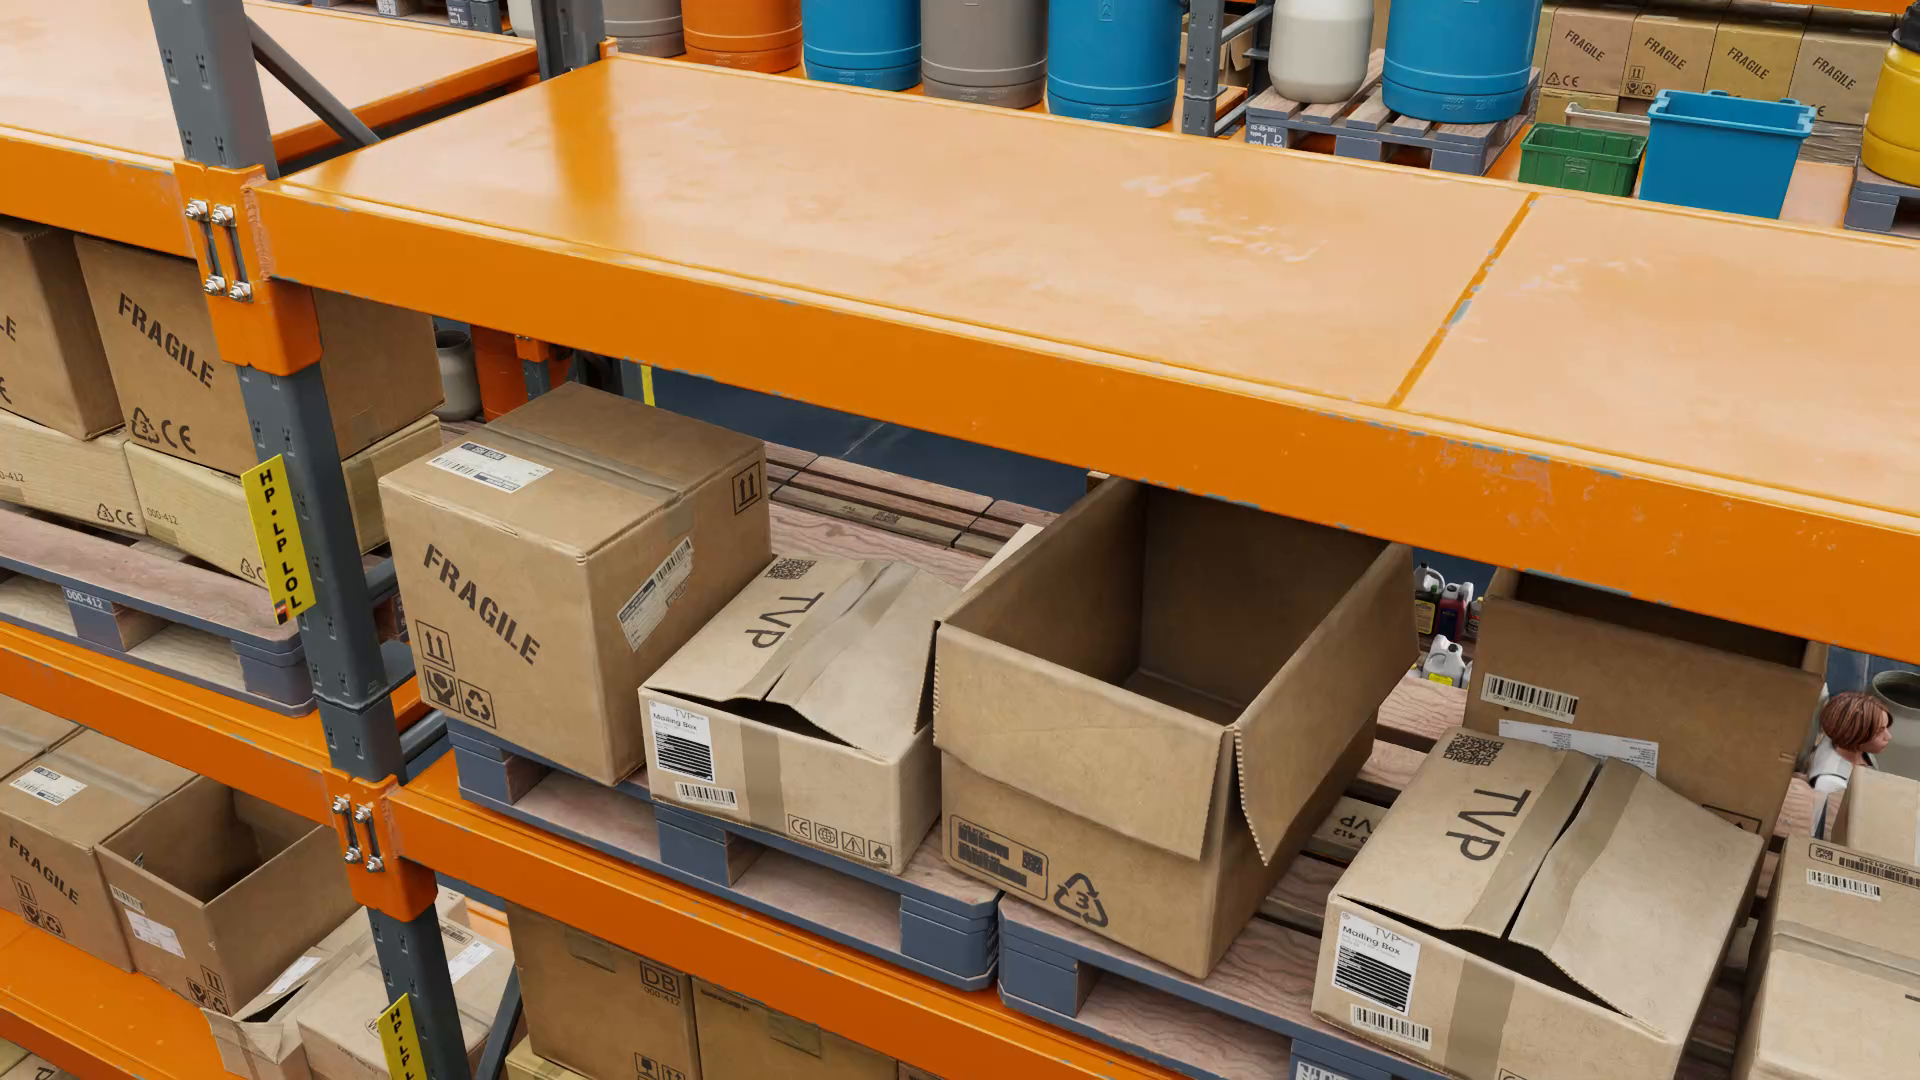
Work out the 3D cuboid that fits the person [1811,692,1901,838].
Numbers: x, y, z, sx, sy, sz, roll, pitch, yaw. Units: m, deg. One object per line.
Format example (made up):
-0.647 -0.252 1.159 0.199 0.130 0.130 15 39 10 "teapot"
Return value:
3.205 1.211 6.218 0.816 1.562 0.398 15 34 24 "person"
